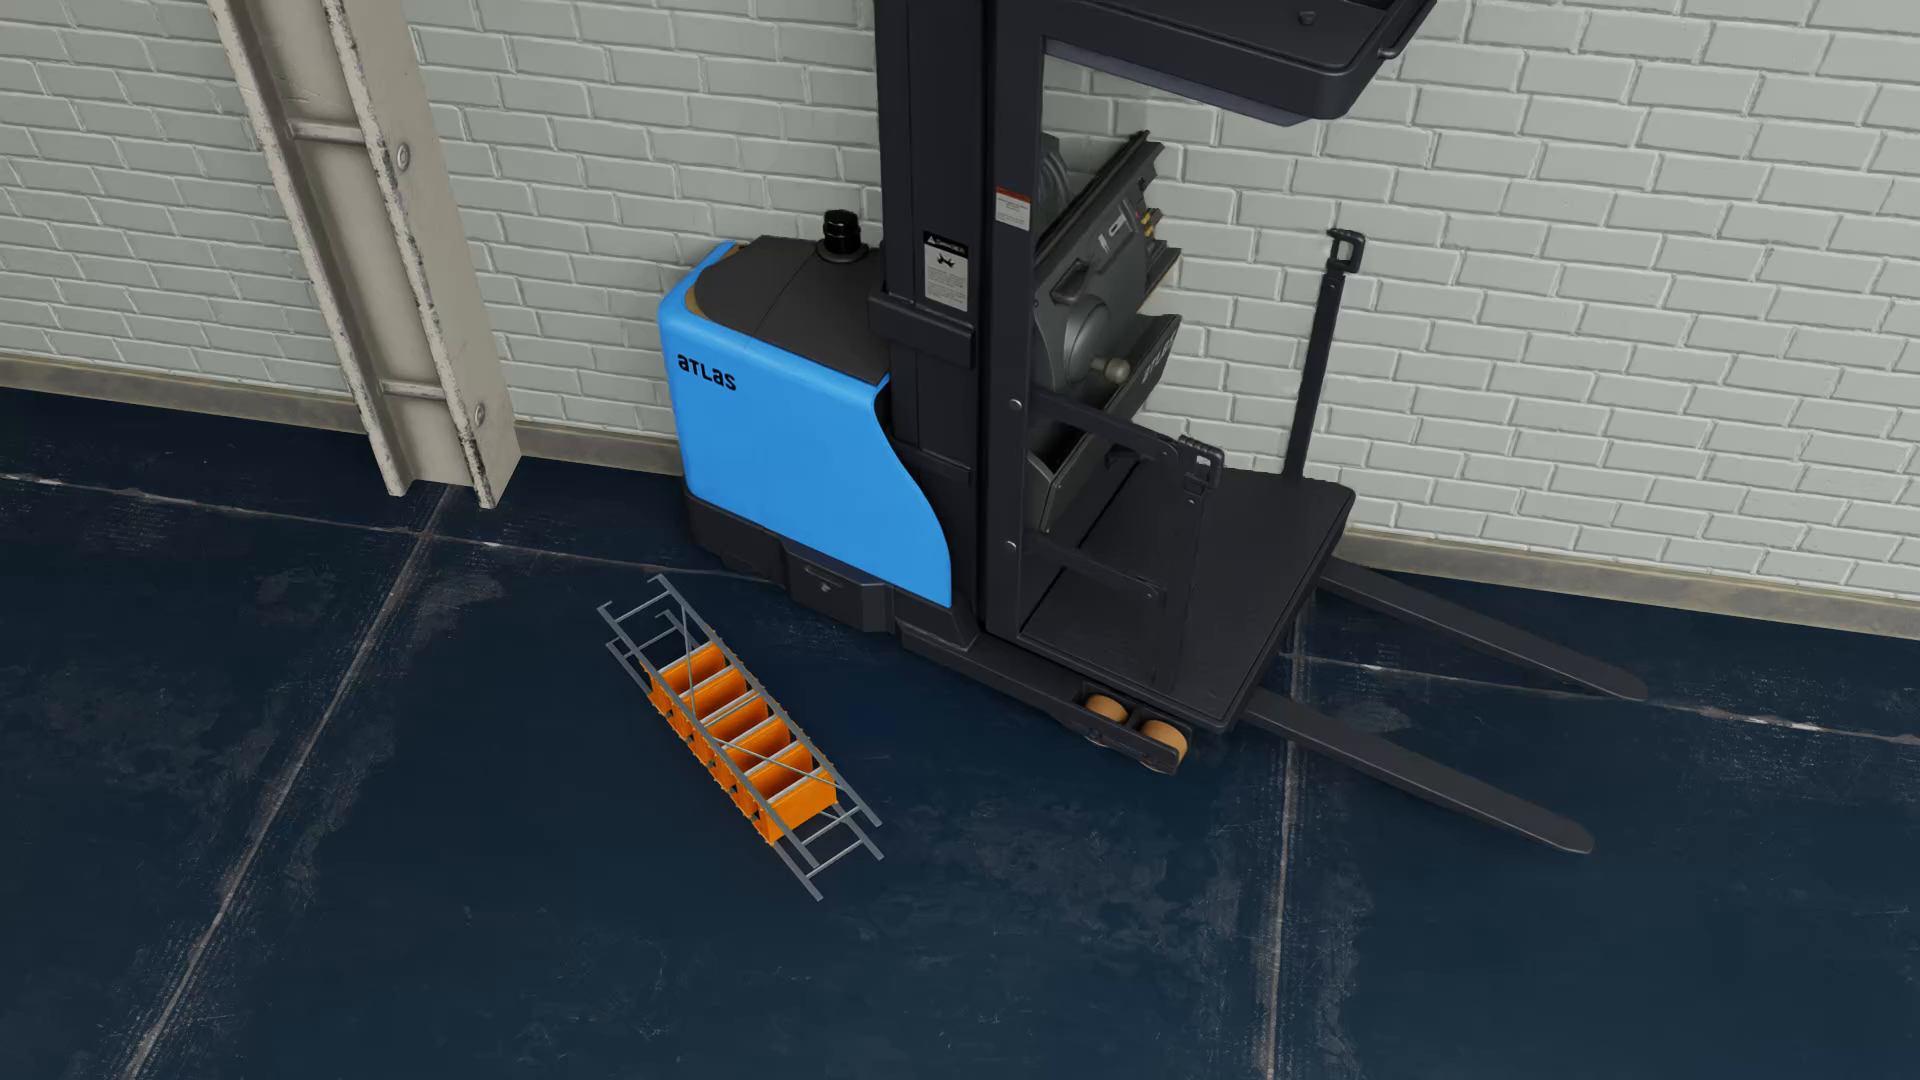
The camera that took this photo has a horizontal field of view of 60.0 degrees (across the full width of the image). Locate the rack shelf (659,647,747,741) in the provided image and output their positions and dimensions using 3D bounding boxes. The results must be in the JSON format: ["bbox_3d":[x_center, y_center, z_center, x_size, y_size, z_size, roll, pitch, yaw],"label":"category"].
[{"bbox_3d":[-0.793,0.480,5.186,0.258,0.180,0.103,-31,55,-25],"label":"rack shelf"}]

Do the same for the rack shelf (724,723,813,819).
[{"bbox_3d":[-0.569,0.691,4.999,0.258,0.180,0.103,-31,55,-25],"label":"rack shelf"}]

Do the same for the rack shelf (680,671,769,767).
[{"bbox_3d":[-0.718,0.550,5.123,0.258,0.180,0.103,-31,55,-25],"label":"rack shelf"}]

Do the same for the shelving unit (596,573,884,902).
[{"bbox_3d":[-0.691,0.576,5.100,0.258,0.189,1.200,-31,55,-25],"label":"shelving unit"}]

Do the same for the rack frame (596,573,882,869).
[{"bbox_3d":[-0.690,0.516,5.032,0.240,0.006,1.200,-31,55,-25],"label":"rack frame"}]

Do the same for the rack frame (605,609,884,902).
[{"bbox_3d":[-0.691,0.637,5.169,0.240,0.006,1.200,-31,55,-25],"label":"rack frame"}]

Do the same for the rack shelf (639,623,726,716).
[{"bbox_3d":[-0.867,0.410,5.248,0.258,0.180,0.103,-31,55,-25],"label":"rack shelf"}]

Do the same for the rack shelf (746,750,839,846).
[{"bbox_3d":[-0.494,0.762,4.936,0.258,0.180,0.103,-31,55,-25],"label":"rack shelf"}]

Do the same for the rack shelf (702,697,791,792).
[{"bbox_3d":[-0.644,0.621,5.061,0.258,0.180,0.103,-31,55,-25],"label":"rack shelf"}]

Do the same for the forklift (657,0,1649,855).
[{"bbox_3d":[0.613,-0.723,4.429,3.031,2.935,1.130,23,52,19],"label":"forklift"}]
